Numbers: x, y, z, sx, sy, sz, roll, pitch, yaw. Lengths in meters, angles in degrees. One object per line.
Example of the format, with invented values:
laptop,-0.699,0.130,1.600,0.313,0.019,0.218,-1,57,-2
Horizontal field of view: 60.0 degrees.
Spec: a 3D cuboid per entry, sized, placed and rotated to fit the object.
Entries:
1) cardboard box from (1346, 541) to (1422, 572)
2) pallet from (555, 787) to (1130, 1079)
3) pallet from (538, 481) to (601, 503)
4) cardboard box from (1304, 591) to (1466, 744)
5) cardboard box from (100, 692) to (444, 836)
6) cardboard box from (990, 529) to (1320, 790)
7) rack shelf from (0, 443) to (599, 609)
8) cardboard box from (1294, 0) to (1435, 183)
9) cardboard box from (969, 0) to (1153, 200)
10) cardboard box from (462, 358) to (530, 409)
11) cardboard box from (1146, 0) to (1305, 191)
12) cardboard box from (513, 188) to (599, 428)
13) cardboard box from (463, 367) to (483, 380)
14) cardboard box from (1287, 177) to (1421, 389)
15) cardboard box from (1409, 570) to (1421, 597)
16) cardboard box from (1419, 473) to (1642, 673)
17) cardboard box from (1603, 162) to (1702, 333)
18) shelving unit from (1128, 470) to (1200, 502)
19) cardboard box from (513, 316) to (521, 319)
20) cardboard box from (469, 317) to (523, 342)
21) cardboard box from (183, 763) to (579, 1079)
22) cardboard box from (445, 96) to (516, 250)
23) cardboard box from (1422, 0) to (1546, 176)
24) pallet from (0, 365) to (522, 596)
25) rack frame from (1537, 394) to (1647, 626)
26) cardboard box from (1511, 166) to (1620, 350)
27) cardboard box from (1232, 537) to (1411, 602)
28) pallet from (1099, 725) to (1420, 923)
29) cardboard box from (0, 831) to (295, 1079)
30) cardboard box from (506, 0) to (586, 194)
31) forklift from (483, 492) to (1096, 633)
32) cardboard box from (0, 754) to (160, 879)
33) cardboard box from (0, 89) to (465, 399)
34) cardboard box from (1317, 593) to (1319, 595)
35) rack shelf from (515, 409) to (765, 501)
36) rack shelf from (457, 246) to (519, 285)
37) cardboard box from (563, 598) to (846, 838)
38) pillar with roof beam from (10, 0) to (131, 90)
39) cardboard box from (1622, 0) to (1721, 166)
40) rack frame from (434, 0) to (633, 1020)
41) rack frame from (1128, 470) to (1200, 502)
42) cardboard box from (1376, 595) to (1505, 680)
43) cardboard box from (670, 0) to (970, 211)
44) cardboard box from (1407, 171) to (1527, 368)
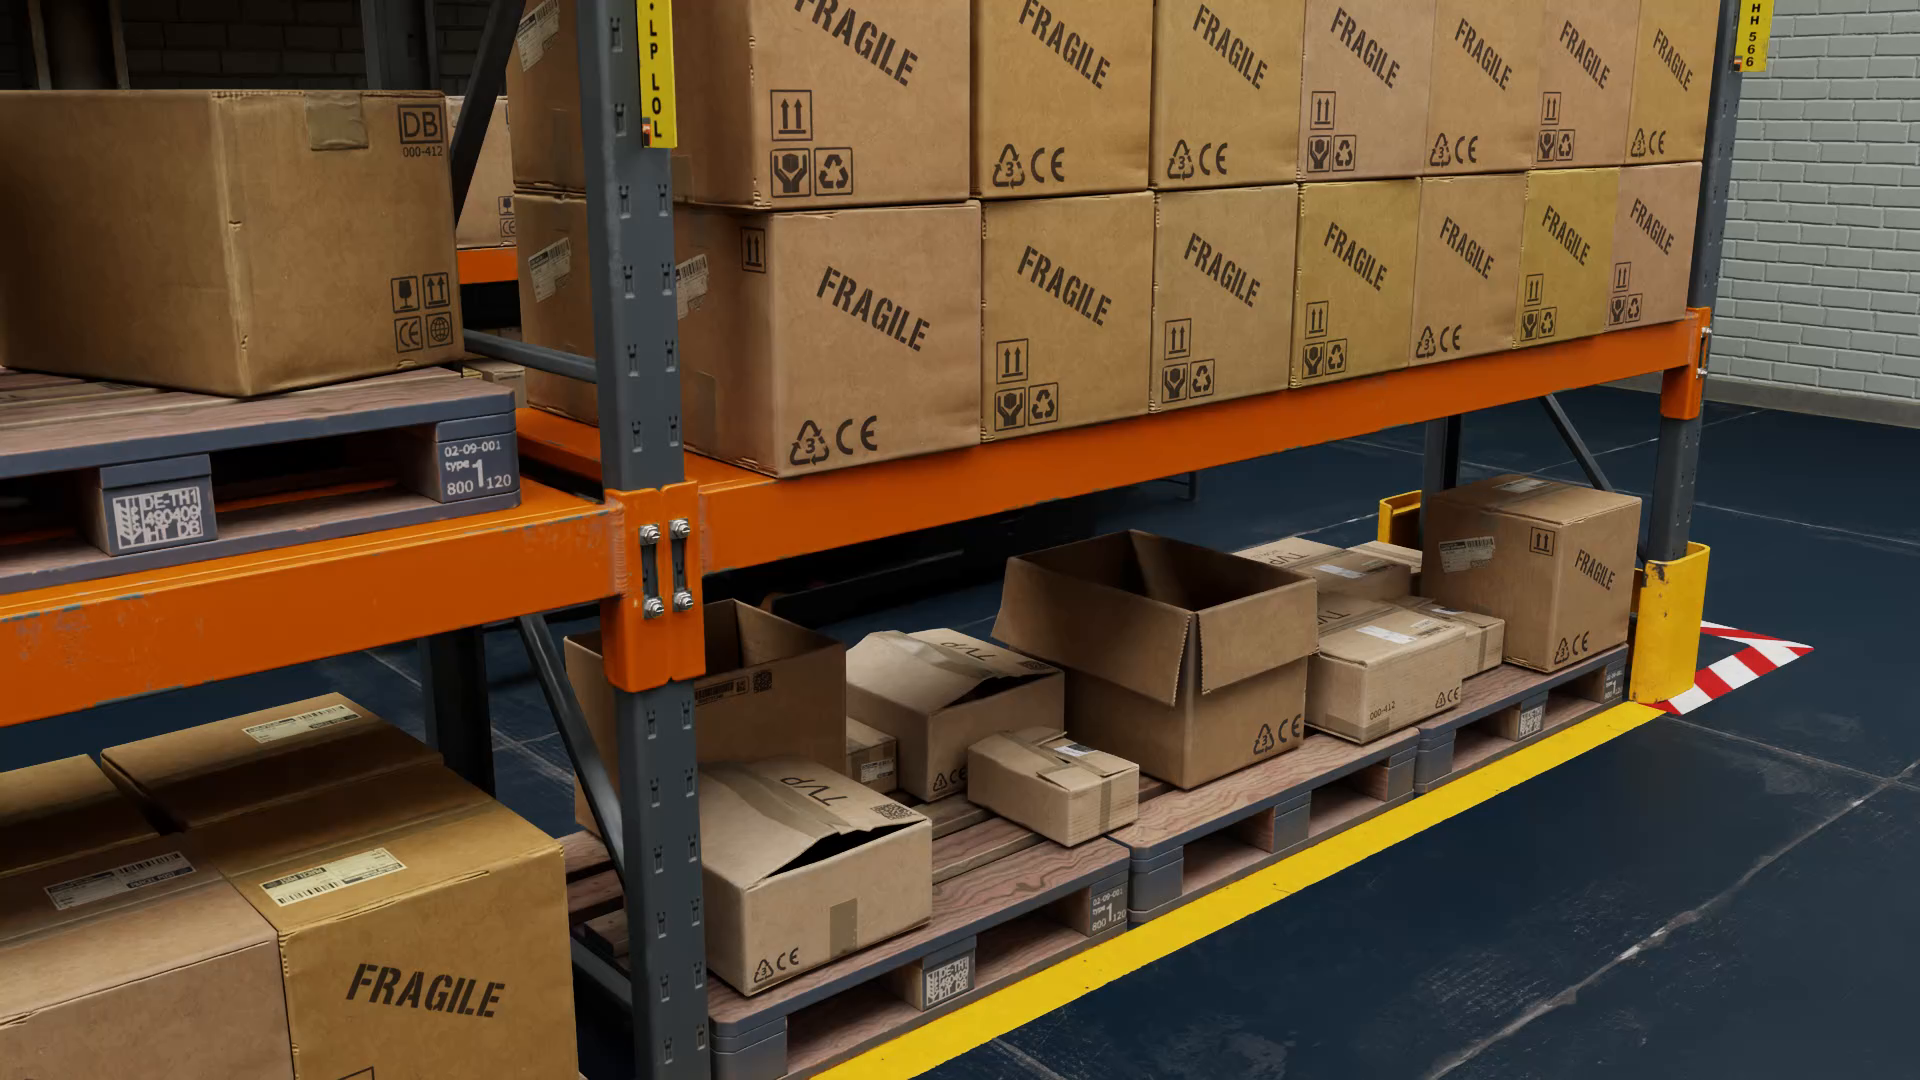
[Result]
cardboard box,1.607,0.129,6.125,0.250,0.149,0.380,-13,19,-39
pallet,-0.350,0.869,4.087,1.213,0.211,1.003,-13,19,-39
pallet,-2.578,-0.300,8.463,1.213,0.211,1.003,-13,19,-39
cardboard box,1.164,0.372,5.022,0.500,0.250,0.500,-13,19,-39
cardboard box,-1.394,0.668,3.429,0.500,0.500,0.500,-14,20,-42
cardboard box,0.545,0.312,4.753,0.637,0.503,0.797,-13,19,-39
rack shelf,-2.377,0.196,2.082,3.809,0.052,0.919,-13,19,-39
cardboard box,0.837,-1.180,4.225,0.500,0.500,0.500,-12,19,-38
cardboard box,0.060,-1.006,3.571,0.500,0.500,0.500,-13,20,-41
cardboard box,-2.325,-0.690,8.551,0.500,0.500,0.700,-13,20,-41
cardboard box,0.448,-1.093,3.897,0.500,0.500,0.500,-13,20,-41
cardboard box,-0.660,-0.545,3.783,0.500,0.500,0.500,-12,19,-38
cardboard box,-2.722,-0.598,8.208,0.500,0.500,0.700,-12,19,-38
cardboard box,0.840,-0.702,4.370,0.500,0.500,0.500,-13,20,-40
cardboard box,1.419,0.163,5.964,0.250,0.166,0.380,-13,19,-39
cardboard box,1.900,0.096,5.570,0.500,0.500,0.500,-13,19,-39
cardboard box,1.990,-0.959,5.333,0.500,0.500,0.500,-12,19,-38
shelving unit,0.668,-0.701,8.196,1.048,1.125,0.538,-13,20,-40
cardboard box,-2.176,-1.106,8.849,0.250,0.149,0.380,-12,19,-39
cardboard box,-2.367,-1.062,8.688,0.250,0.149,0.380,-12,19,-39
cardboard box,-1.053,0.773,3.036,0.500,0.500,0.500,-13,20,-40
cardboard box,-2.607,-1.807,8.121,0.700,0.700,0.980,-14,20,-42
cardboard box,1.225,-1.267,4.551,0.500,0.500,0.500,-12,19,-38
pallet,-1.543,-0.155,2.890,1.213,0.211,1.003,-13,19,-39
rack frame,2.147,-1.040,5.831,0.053,2.616,0.949,-13,19,-39
cardboard box,1.601,-0.870,5.002,0.500,0.500,0.500,-12,19,-39
cardboard box,1.175,0.198,5.672,0.500,0.250,0.500,-13,19,-39
pallet,0.571,0.662,4.864,1.213,0.211,1.003,-13,19,-39
cardboard box,-1.431,0.855,2.729,0.500,0.500,0.500,-13,19,-39
cardboard box,-0.657,-1.029,3.659,0.500,0.500,0.500,-13,19,-39
forklift,-0.816,-1.207,6.590,3.031,2.935,1.130,-13,20,-40
cardboard box,-1.789,0.760,3.082,0.500,0.500,0.500,-12,19,-39
cardboard box,-1.373,-0.576,3.087,0.700,0.500,0.500,8,17,28
cardboard box,0.798,0.283,5.355,0.500,0.250,0.500,-13,19,-39
rack shelf,0.640,-0.447,4.628,3.809,0.124,0.919,-13,19,-39
rack shelf,-2.615,-1.317,8.261,4.000,0.370,1.077,-13,19,-39
cardboard box,-0.625,0.482,4.126,0.500,0.500,0.500,-13,19,-39
pillar with roof beam,-1.337,-3.673,4.063,0.400,9.000,9.100,-13,19,-39
cardboard box,1.994,-1.442,5.204,0.500,0.500,0.500,-13,20,-40
rack frame,-0.871,-0.362,3.294,0.053,2.616,0.949,-13,19,-39
rack frame,1.044,-0.790,8.526,0.032,1.125,0.500,-13,20,-40
cardboard box,1.536,0.308,5.422,0.250,0.166,0.380,-13,19,-39
cardboard box,-0.329,-0.918,3.244,0.500,0.500,0.500,-12,19,-38
cardboard box,1.221,-0.787,4.689,0.500,0.500,0.500,-12,19,-39
